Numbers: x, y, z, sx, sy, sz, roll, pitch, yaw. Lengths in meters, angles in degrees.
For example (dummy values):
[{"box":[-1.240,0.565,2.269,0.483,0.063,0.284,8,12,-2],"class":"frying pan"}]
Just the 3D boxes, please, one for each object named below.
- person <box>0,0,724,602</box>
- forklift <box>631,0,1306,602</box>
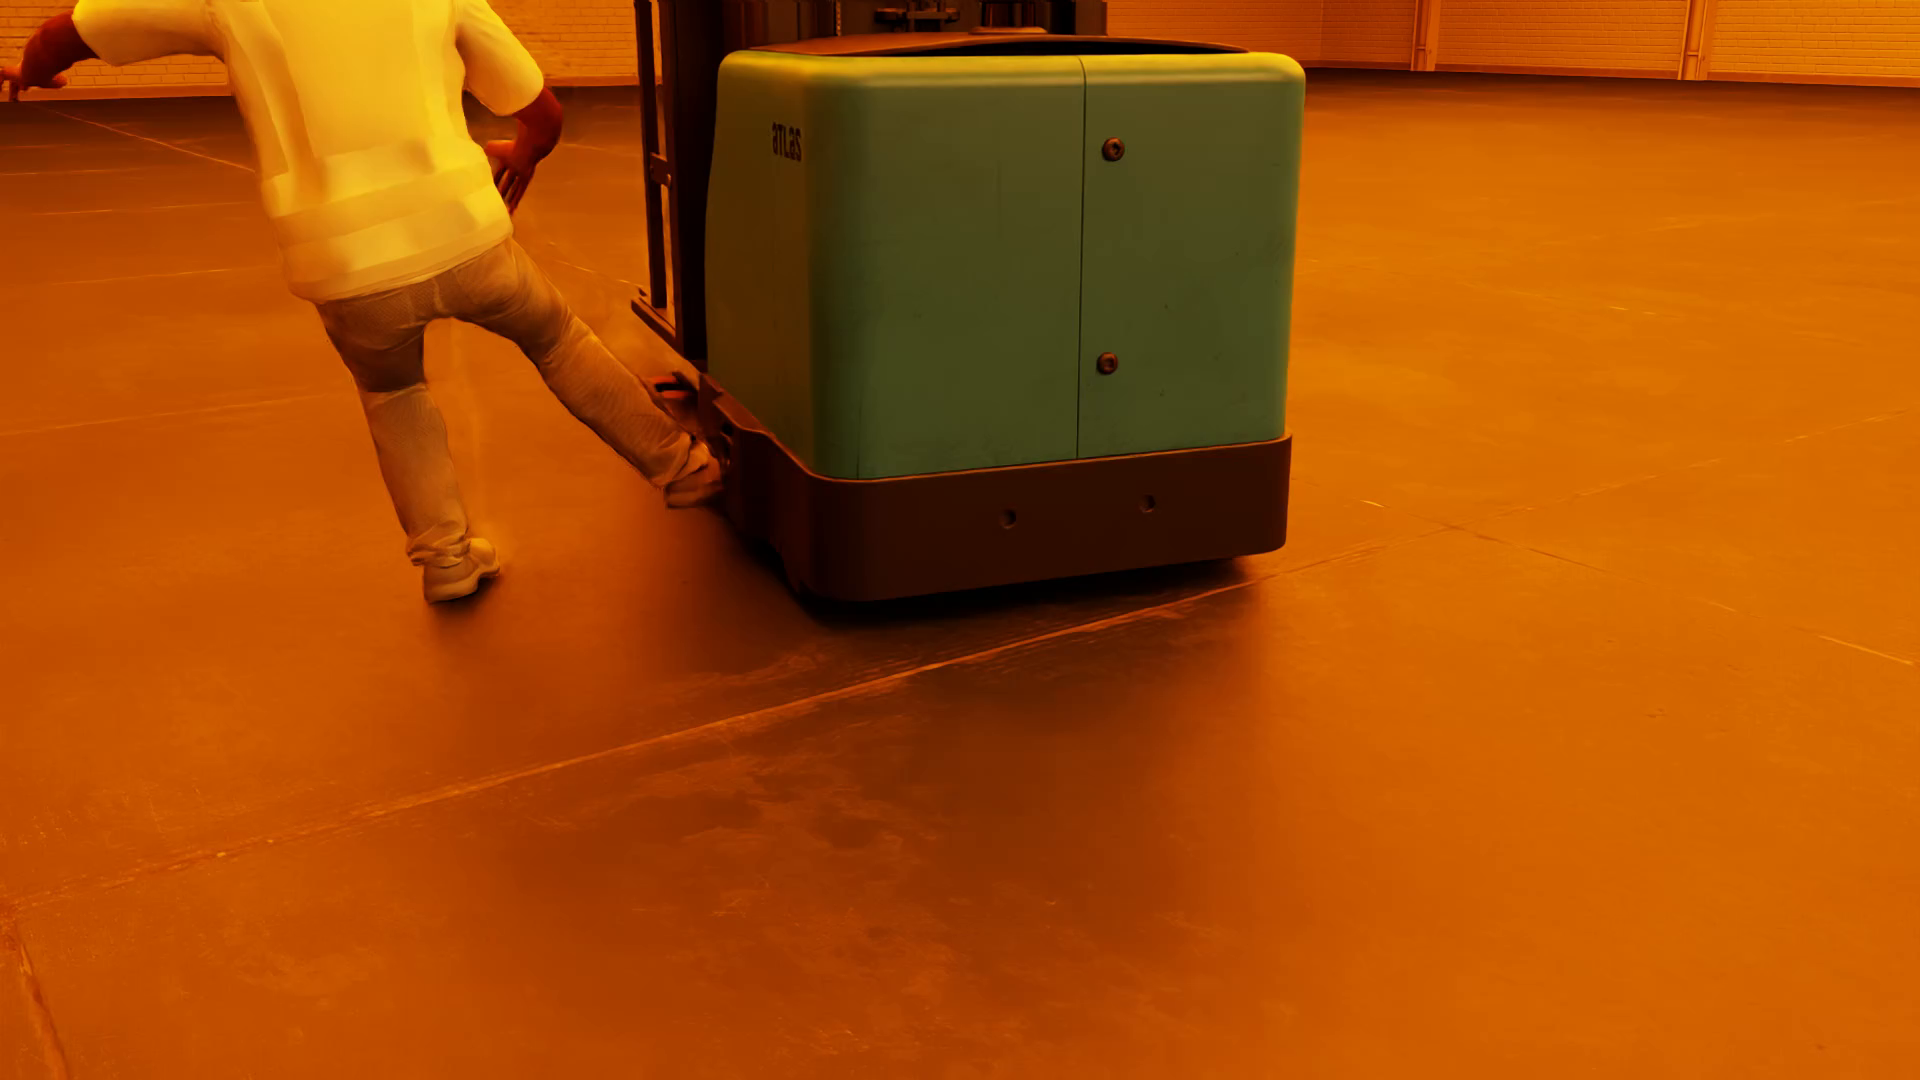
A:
[{"box":[-1.124,-0.668,3.441,1.458,1.492,0.861,-9,20,-27],"class":"person"},{"box":[-0.289,-1.685,4.268,1.130,2.935,3.031,-6,19,-19],"class":"forklift"}]
